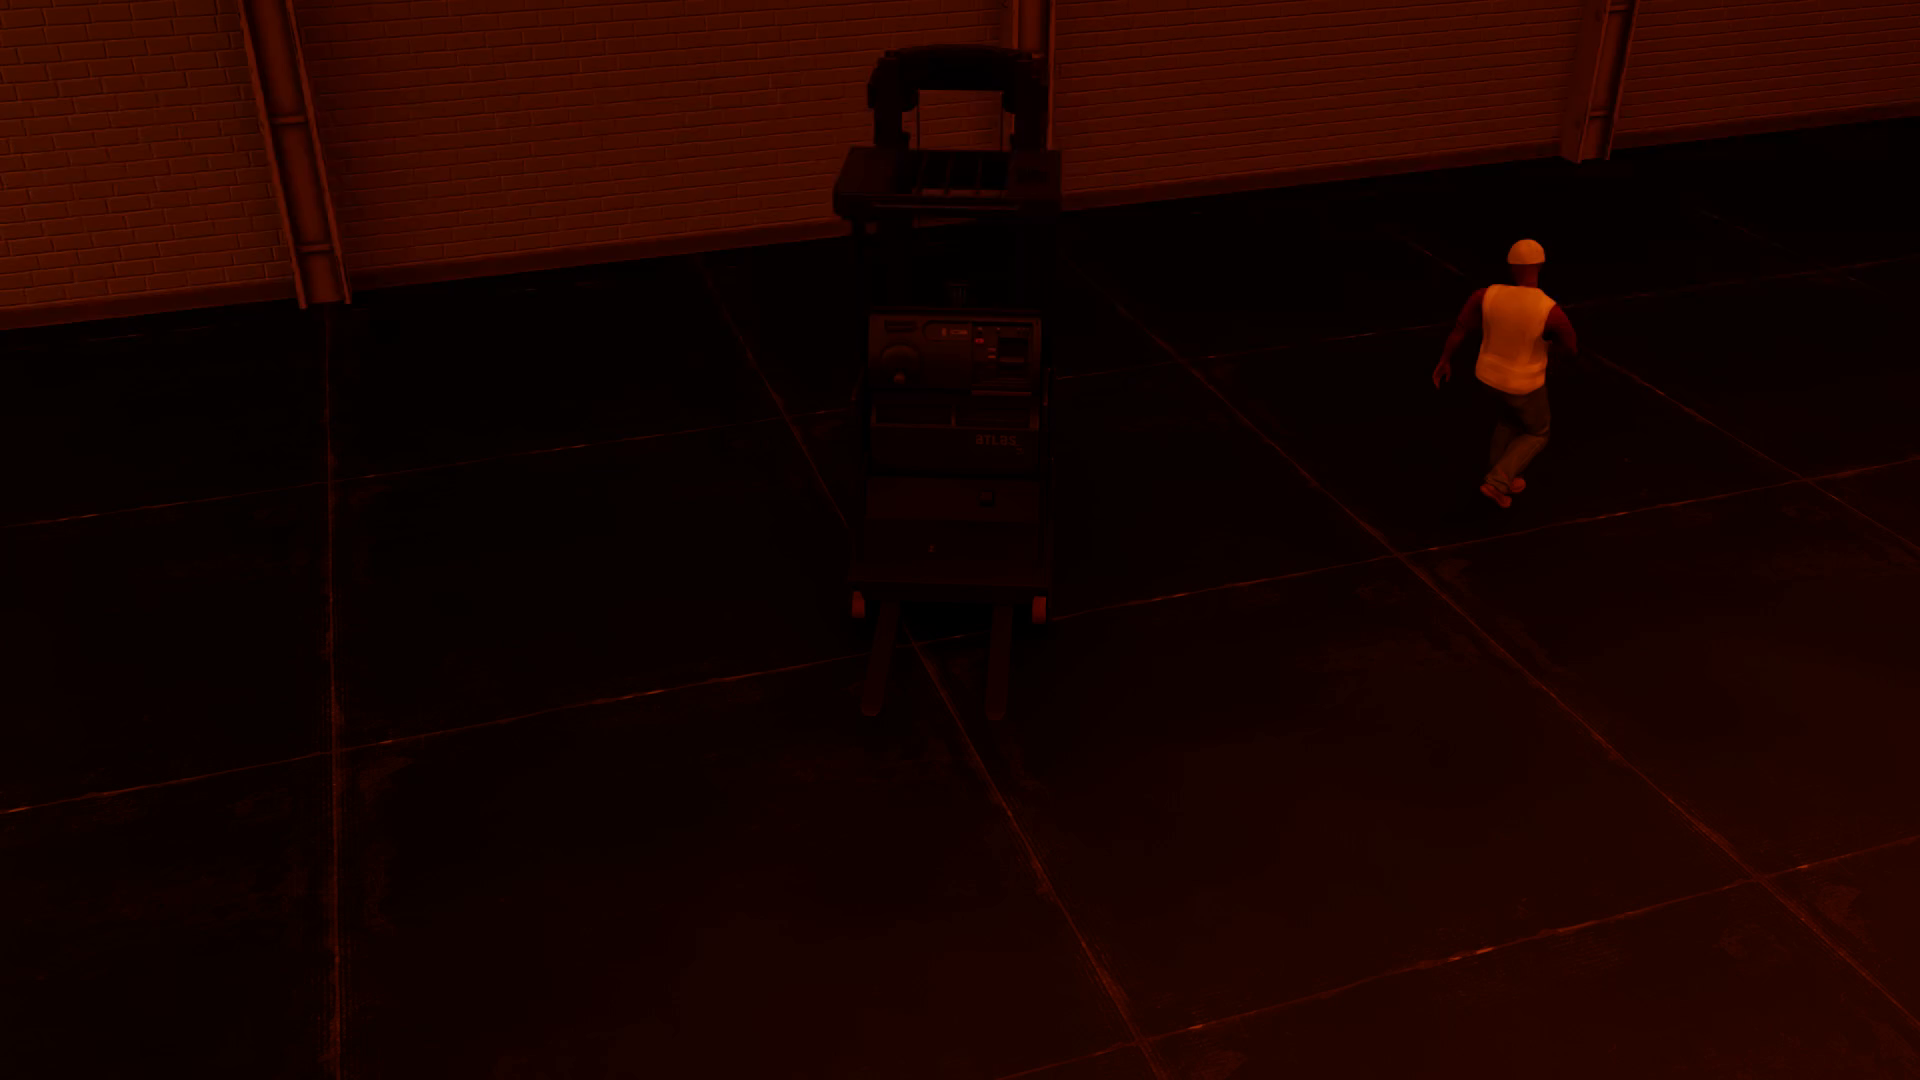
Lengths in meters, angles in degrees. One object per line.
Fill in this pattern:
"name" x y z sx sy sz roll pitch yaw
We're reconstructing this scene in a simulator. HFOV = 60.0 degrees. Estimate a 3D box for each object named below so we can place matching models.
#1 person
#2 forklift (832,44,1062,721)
"person" 3.344 -1.014 10.081 0.625 1.709 0.729 -19 35 -30
"forklift" -0.039 -0.967 8.767 1.130 2.935 3.031 2 30 3
